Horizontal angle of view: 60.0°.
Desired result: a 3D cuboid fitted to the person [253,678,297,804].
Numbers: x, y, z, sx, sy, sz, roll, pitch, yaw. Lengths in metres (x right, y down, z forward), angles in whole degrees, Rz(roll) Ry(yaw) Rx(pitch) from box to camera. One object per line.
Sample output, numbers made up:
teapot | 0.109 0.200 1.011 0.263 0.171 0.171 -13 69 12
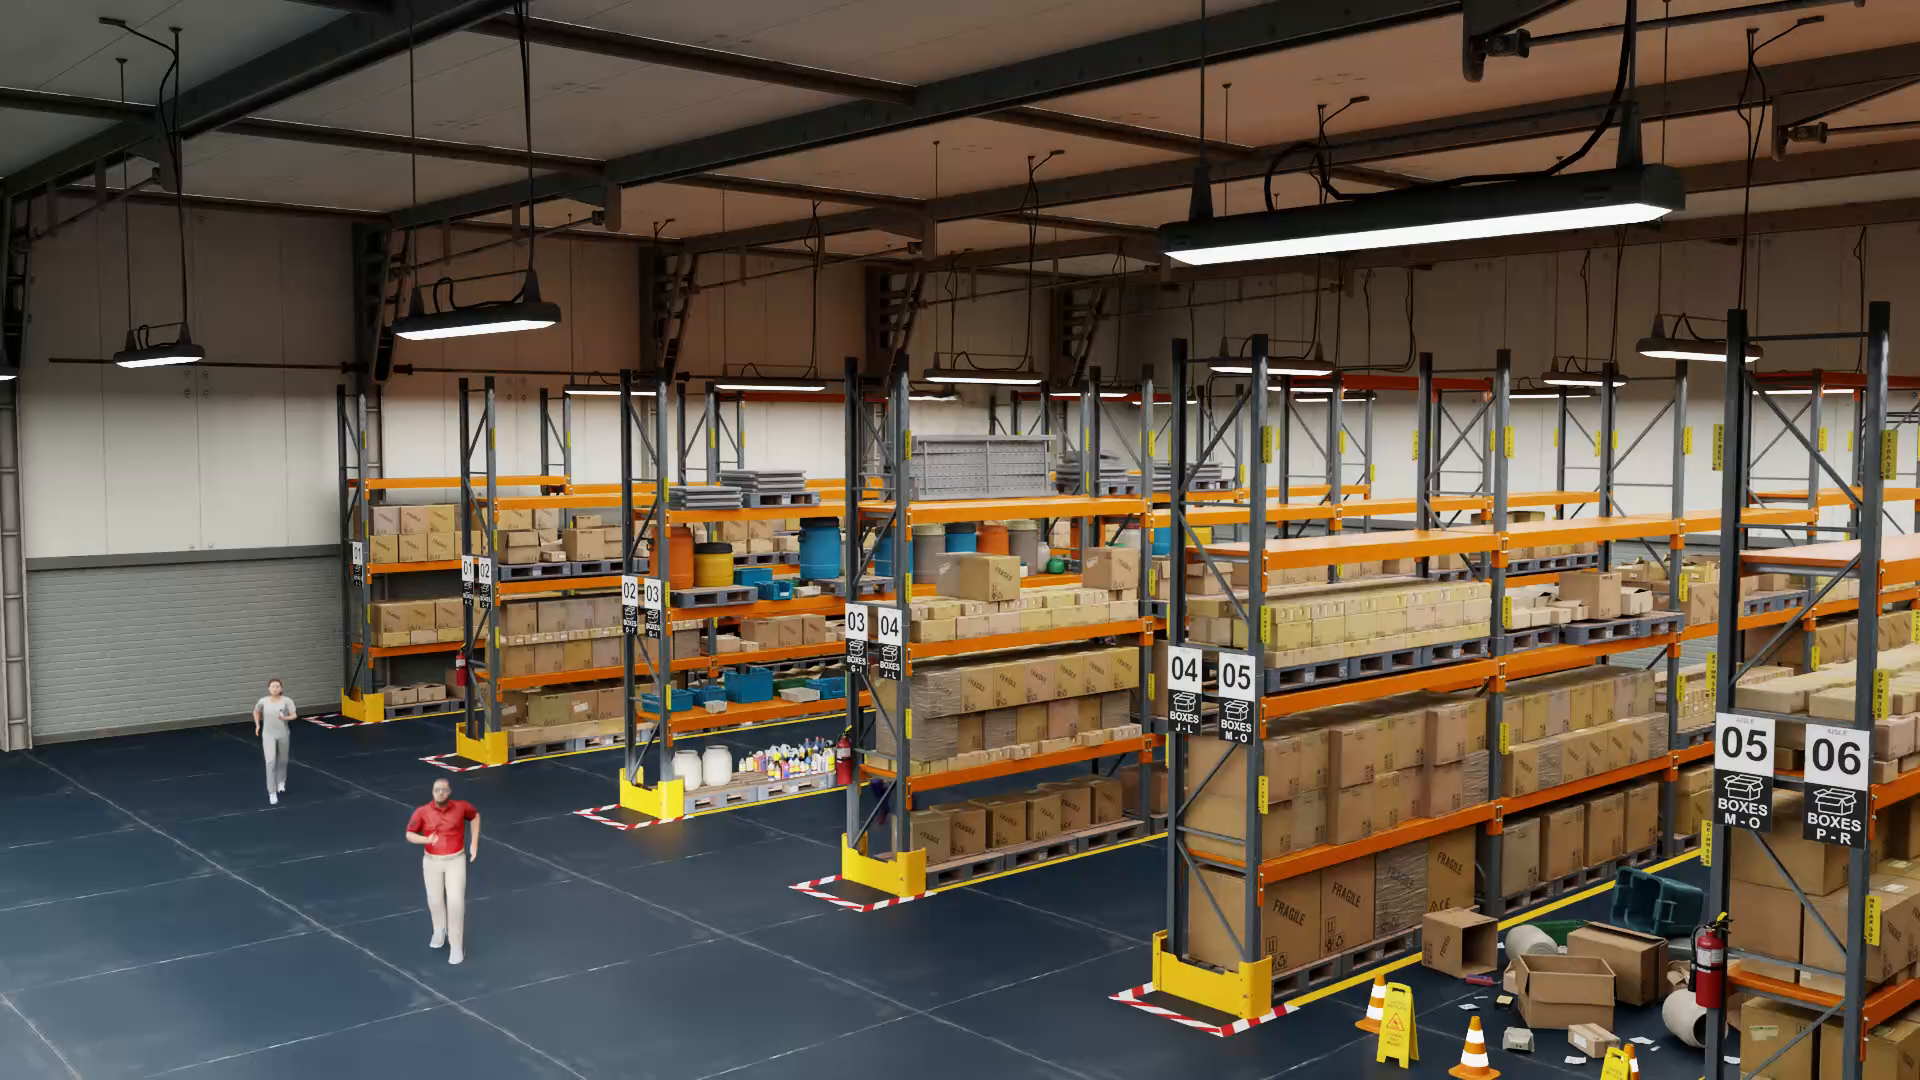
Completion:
person | -9.593 2.776 23.320 0.552 1.688 0.915 -2 4 -25

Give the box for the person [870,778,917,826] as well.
person | -0.820 2.933 21.864 0.585 1.666 0.751 3 5 34

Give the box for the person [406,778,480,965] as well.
person | -5.088 3.232 16.375 0.678 1.806 0.811 -1 4 -13
